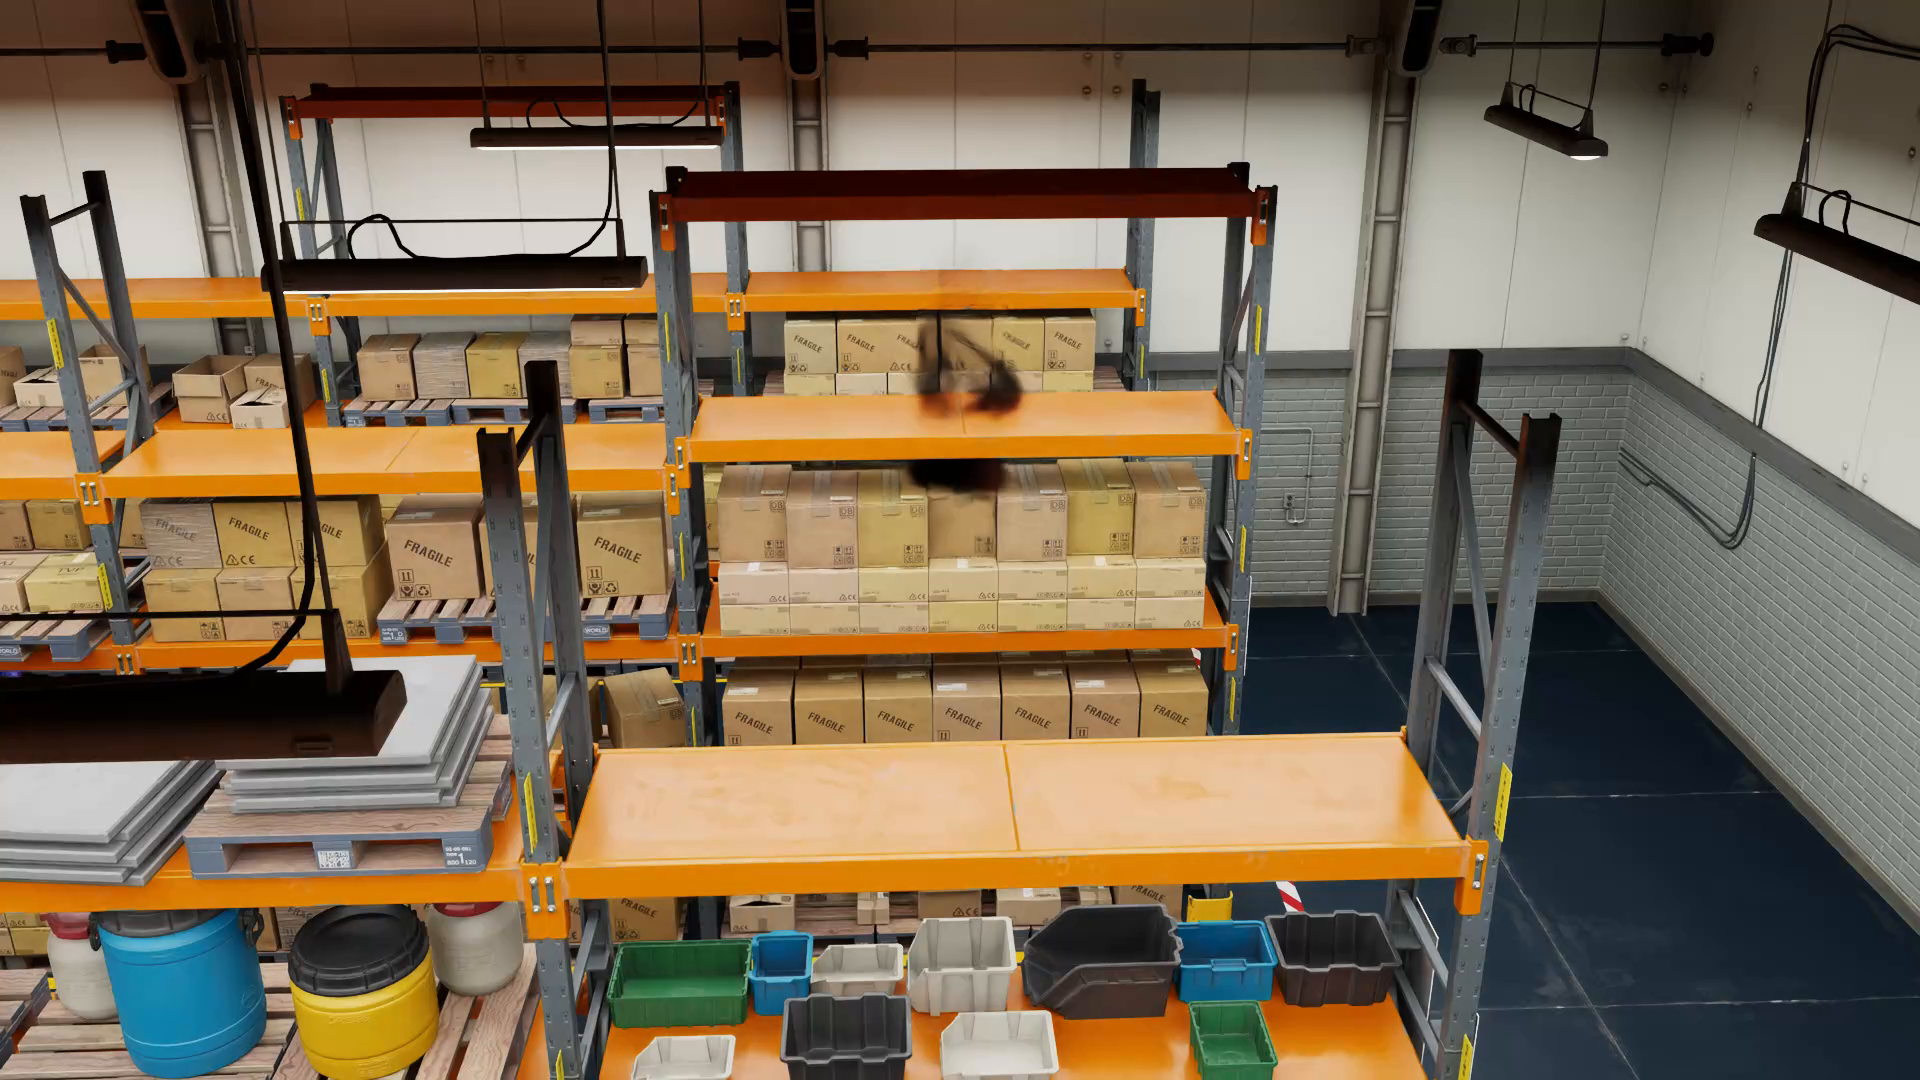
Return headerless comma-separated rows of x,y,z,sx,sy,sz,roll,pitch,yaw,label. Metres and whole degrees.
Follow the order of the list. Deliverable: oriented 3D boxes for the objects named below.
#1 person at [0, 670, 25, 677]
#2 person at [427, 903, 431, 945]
-8.648,1.571,15.127,0.562,1.622,0.578,-4,22,-9,person
-3.262,3.109,11.190,0.878,1.854,0.716,-2,22,-5,person
